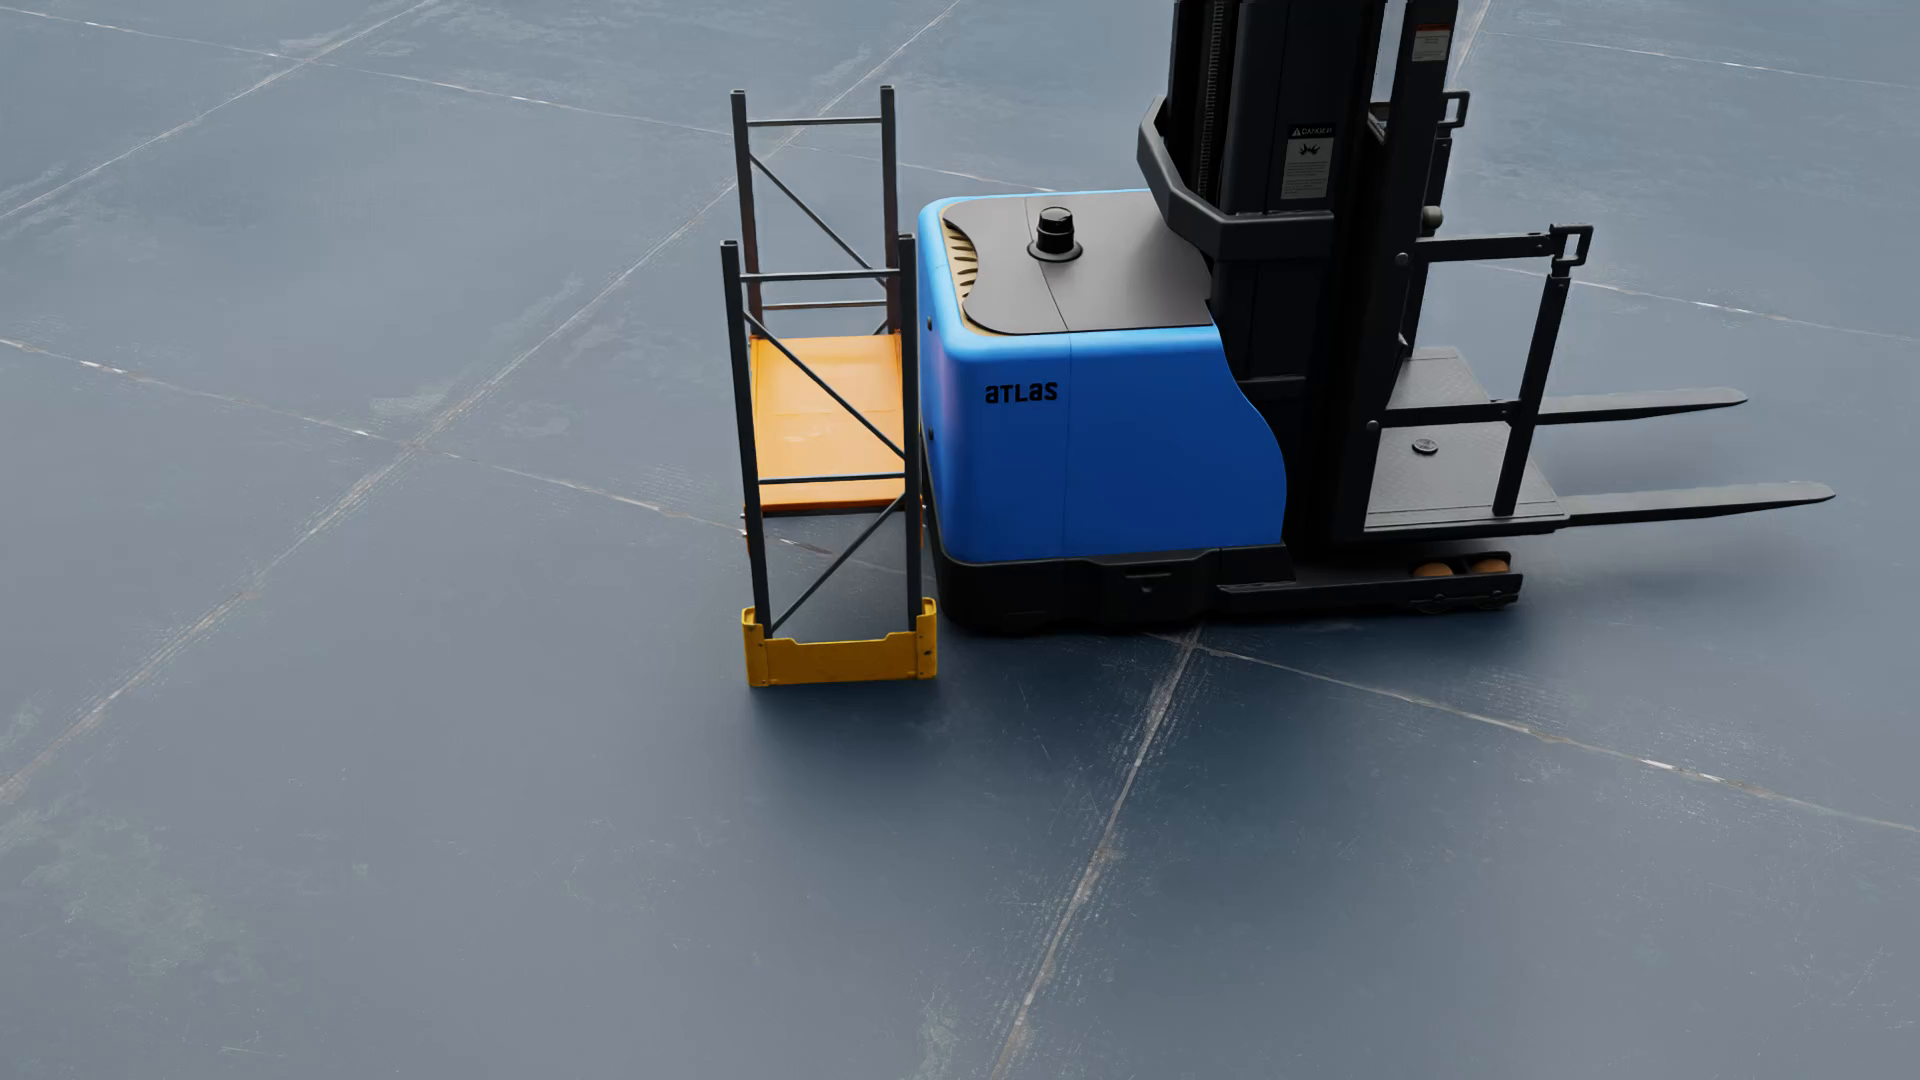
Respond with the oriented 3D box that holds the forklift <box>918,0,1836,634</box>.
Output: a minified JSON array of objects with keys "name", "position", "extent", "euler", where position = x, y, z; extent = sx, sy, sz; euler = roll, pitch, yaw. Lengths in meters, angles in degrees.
[{"name":"forklift","position":[1.400,-1.247,4.970],"extent":[3.031,2.935,1.130],"euler":[-4,37,-5]}]

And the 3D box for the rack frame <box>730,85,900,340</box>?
[{"name":"rack frame","position":[-0.451,-0.780,5.540],"extent":[0.500,1.500,0.032],"euler":[-3,37,-4]}]

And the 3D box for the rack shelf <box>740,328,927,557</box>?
[{"name":"rack shelf","position":[-0.408,-0.332,5.242],"extent":[0.538,0.185,1.000],"euler":[-3,37,-4]}]

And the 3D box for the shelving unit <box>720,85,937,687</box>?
[{"name":"shelving unit","position":[-0.409,-0.482,5.142],"extent":[0.587,1.500,1.083],"euler":[-3,37,-4]}]

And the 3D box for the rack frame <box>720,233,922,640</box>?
[{"name":"rack frame","position":[-0.365,-0.173,4.729],"extent":[0.500,1.500,0.032],"euler":[-3,37,-4]}]

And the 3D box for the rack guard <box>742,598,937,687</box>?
[{"name":"rack guard","position":[-0.367,0.316,5.119],"extent":[0.587,0.250,0.087],"euler":[-3,37,-4]}]
